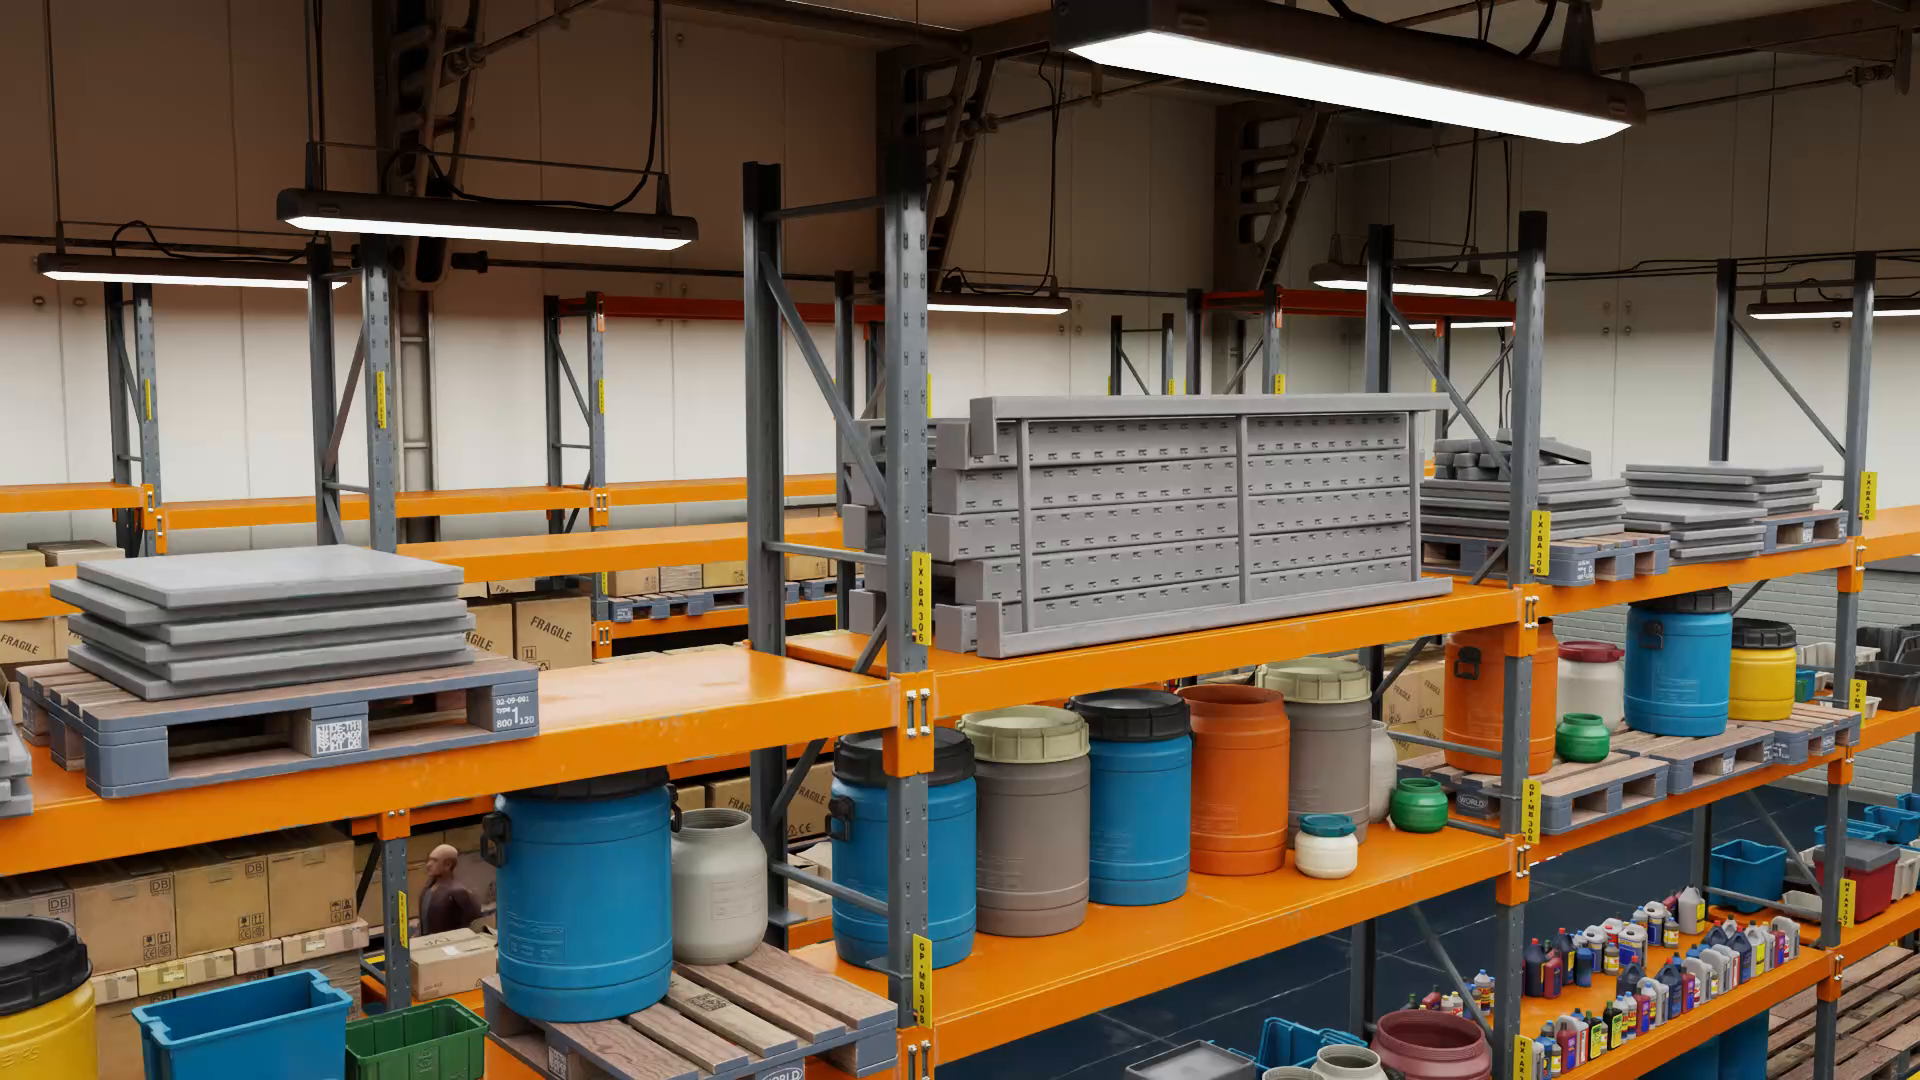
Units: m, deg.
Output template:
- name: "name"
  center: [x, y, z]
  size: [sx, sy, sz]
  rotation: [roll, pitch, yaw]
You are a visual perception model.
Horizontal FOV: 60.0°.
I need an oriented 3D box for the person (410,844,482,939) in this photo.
- name: "person"
  center: [-3.798, 3.128, 12.423]
  size: [0.653, 1.752, 0.724]
  rotation: [-5, 8, -44]
